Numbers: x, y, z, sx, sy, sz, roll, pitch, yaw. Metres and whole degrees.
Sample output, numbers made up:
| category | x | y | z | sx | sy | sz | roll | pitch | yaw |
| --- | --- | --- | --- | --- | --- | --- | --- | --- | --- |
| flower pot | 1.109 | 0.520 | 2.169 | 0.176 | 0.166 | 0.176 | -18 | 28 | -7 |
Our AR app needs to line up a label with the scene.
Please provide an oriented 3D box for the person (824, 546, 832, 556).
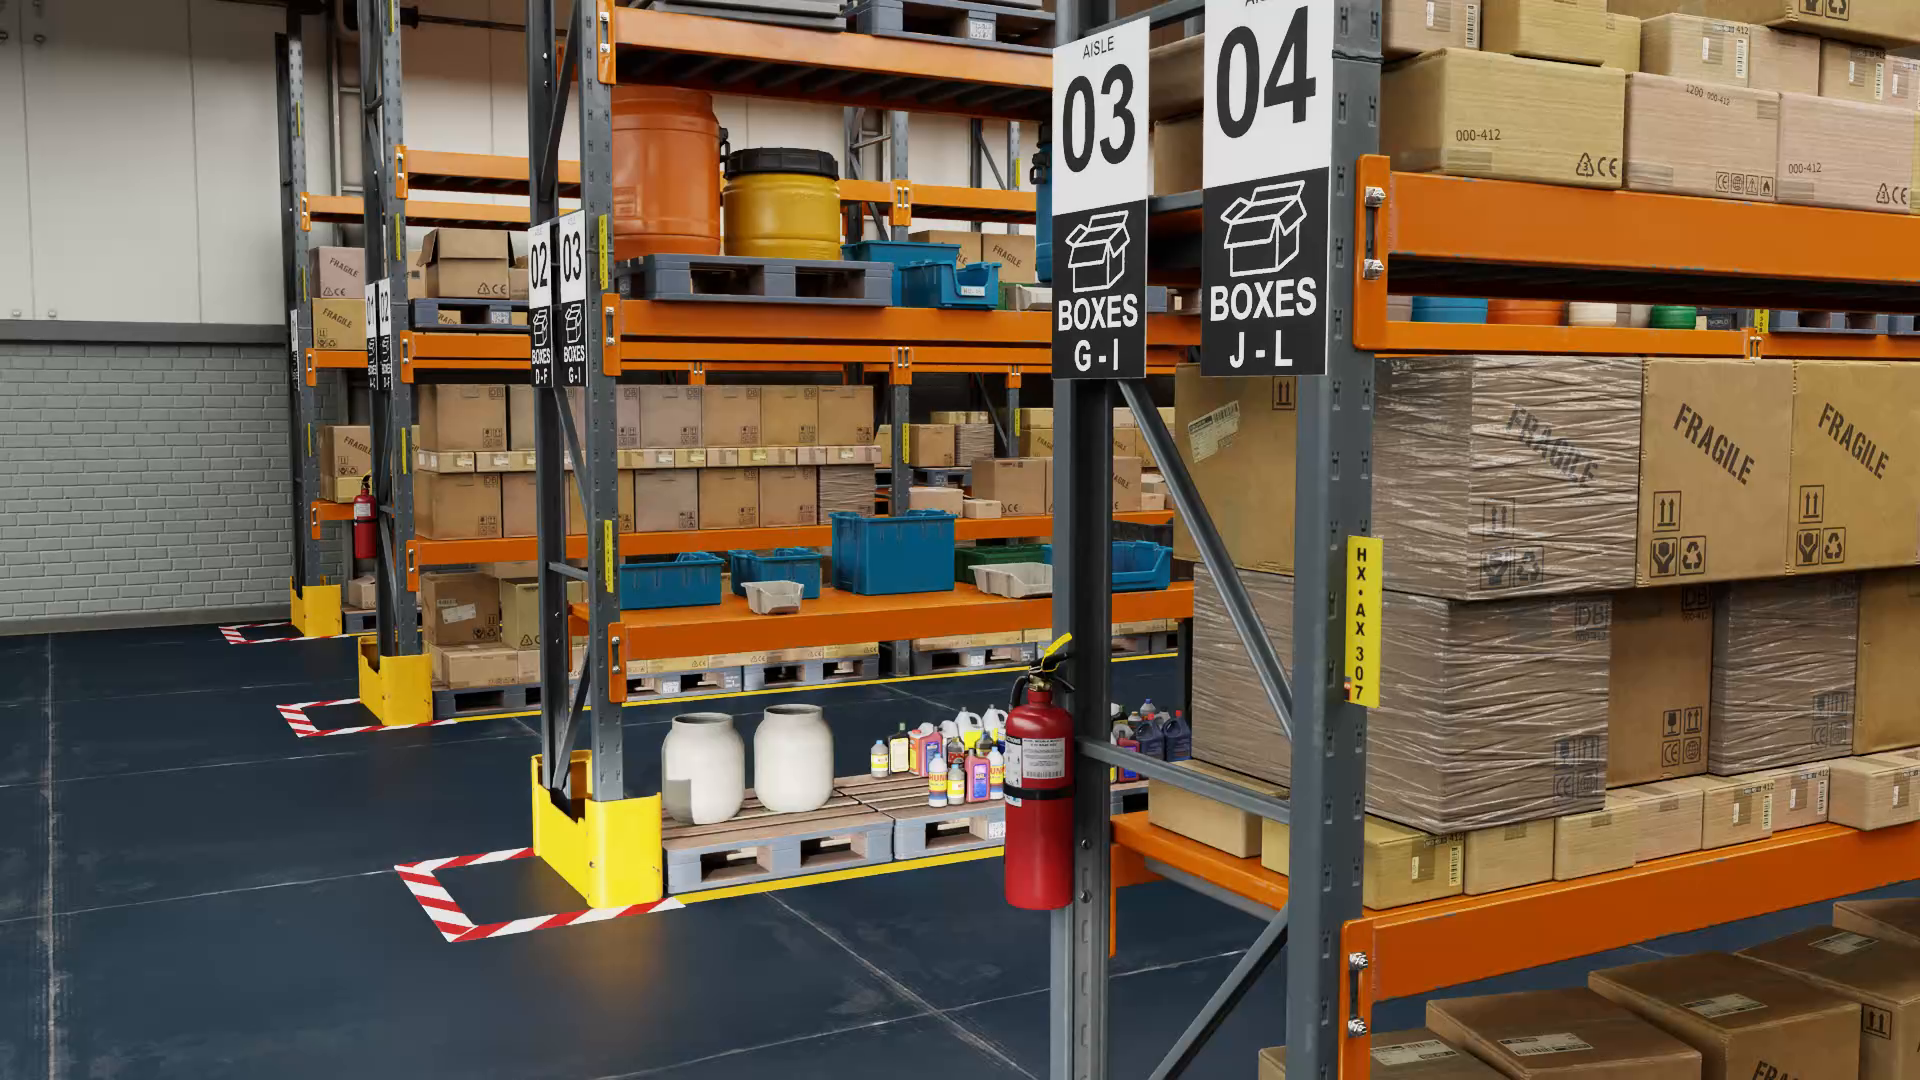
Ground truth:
| category | x | y | z | sx | sy | sz | roll | pitch | yaw |
| --- | --- | --- | --- | --- | --- | --- | --- | --- | --- |
| person | -1.376 | -0.090 | 18.146 | 0.405 | 1.771 | 0.518 | -1 | 5 | -7 |
